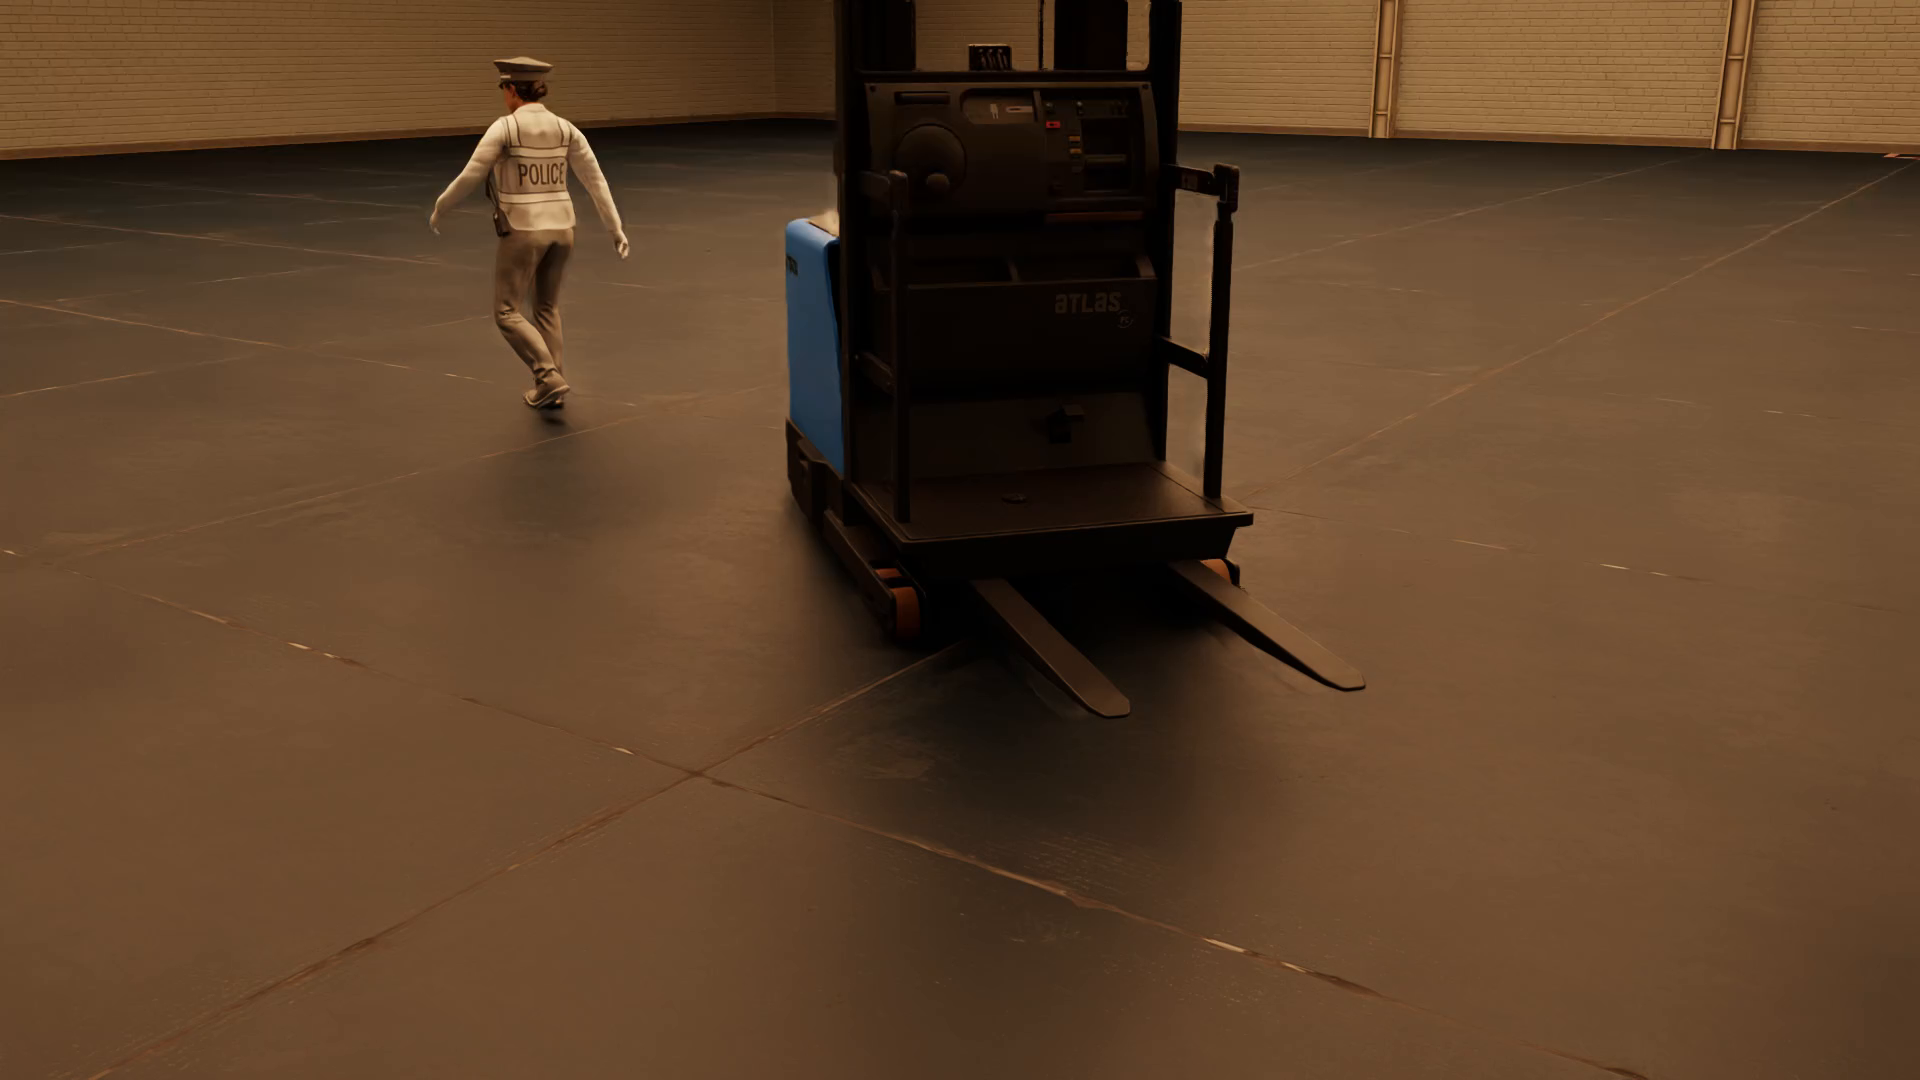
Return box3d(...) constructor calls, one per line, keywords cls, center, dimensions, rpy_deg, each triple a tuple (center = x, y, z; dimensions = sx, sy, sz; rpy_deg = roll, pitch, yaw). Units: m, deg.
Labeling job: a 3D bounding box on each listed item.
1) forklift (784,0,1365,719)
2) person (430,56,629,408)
box3d(cls="forklift", center=(0.229, -1.228, 4.938), dimensions=(1.130, 2.935, 3.031), rpy_deg=(-5, 17, -16))
box3d(cls="person", center=(-1.993, -1.417, 7.828), dimensions=(0.638, 1.652, 0.787), rpy_deg=(15, 22, 41))
